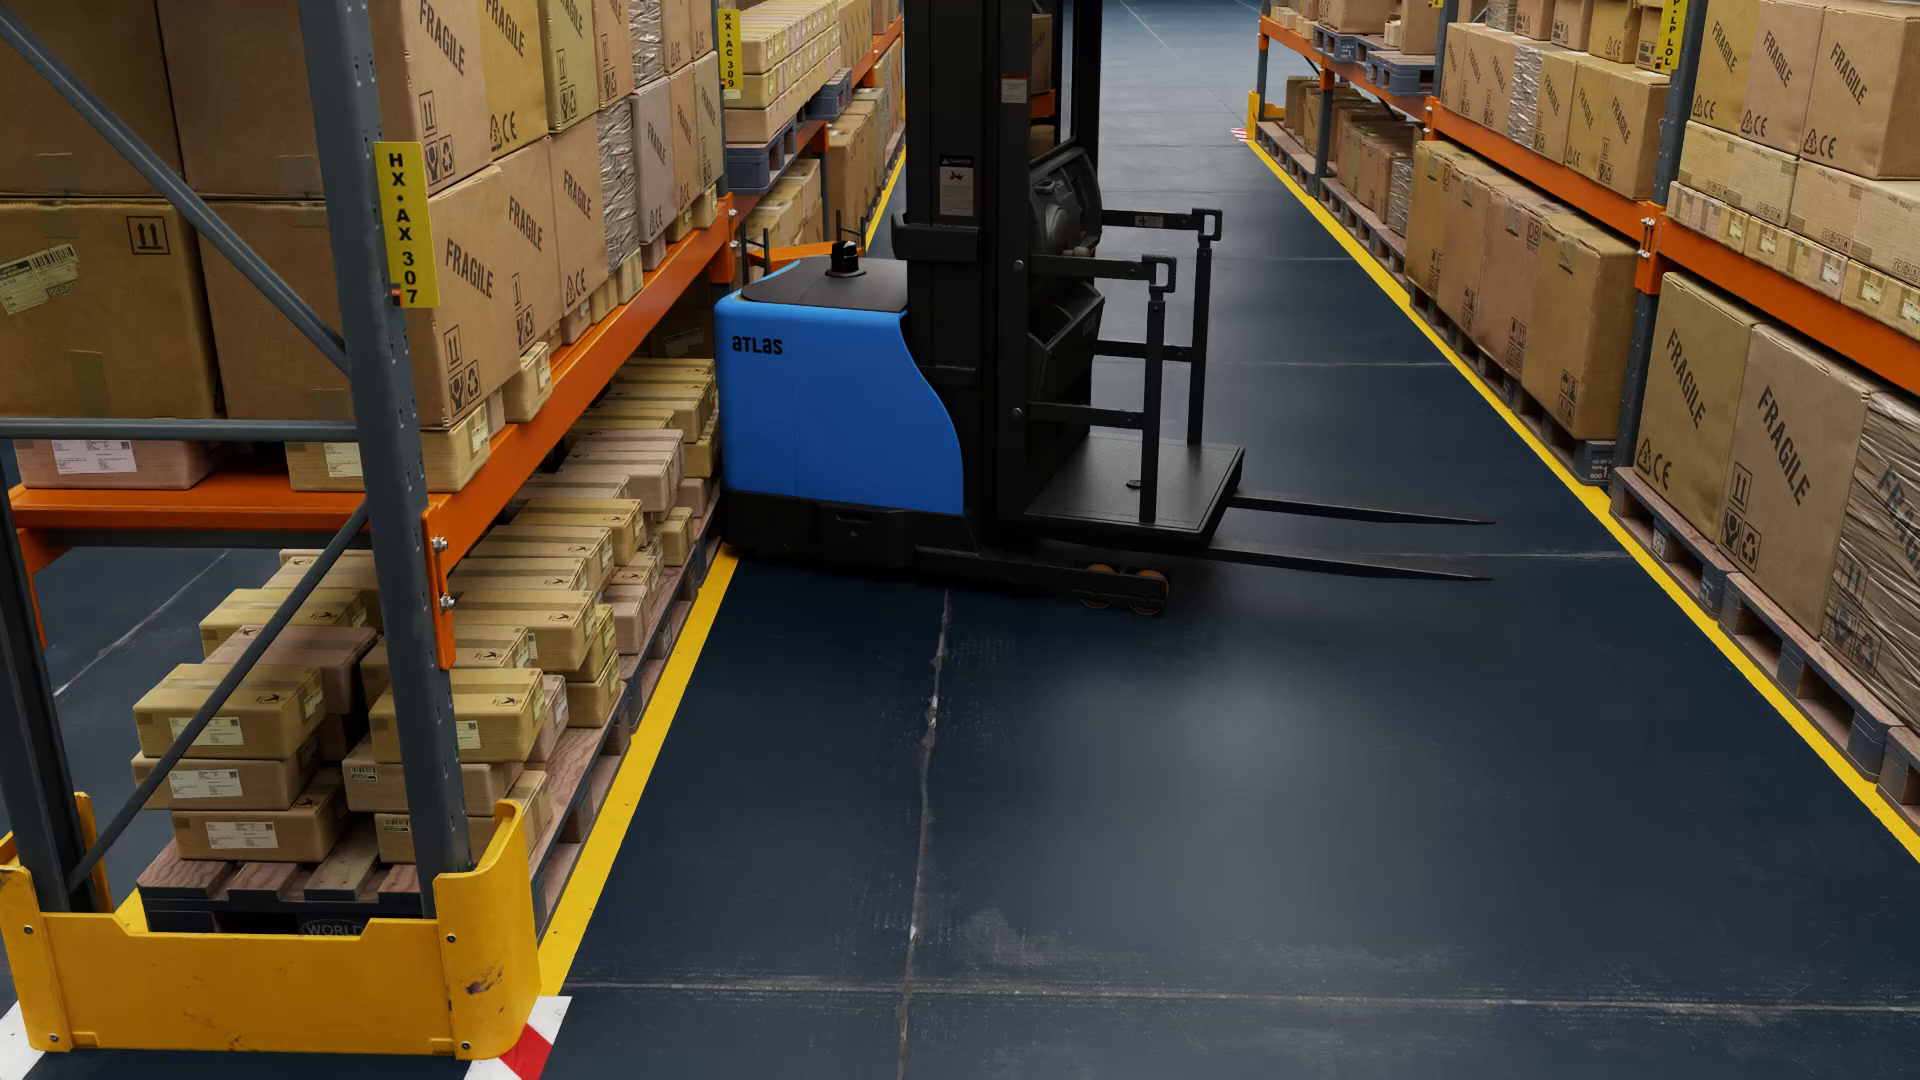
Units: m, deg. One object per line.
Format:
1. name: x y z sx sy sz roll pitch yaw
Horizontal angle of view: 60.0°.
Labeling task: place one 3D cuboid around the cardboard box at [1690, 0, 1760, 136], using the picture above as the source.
1. cardboard box: 3.170 -1.825 6.344 0.500 0.500 0.500 1 21 2

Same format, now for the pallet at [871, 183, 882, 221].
1. pallet: -1.220 -2.980 14.418 1.003 0.211 1.213 1 21 2

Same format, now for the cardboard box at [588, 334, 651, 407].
1. cardboard box: -1.744 -0.968 8.253 0.500 0.500 0.500 0 21 1

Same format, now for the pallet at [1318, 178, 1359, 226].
1. pallet: 3.661 -2.888 14.179 1.003 0.211 1.213 1 21 2

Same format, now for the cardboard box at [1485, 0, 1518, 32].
1. cardboard box: 3.523 -3.273 9.792 0.797 0.503 0.637 1 21 3

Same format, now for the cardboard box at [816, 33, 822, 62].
1. cardboard box: -0.983 -2.776 9.391 0.380 0.149 0.250 0 21 1

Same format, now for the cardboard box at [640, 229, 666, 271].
1. cardboard box: -1.267 -1.063 5.969 0.380 0.149 0.250 0 21 -1

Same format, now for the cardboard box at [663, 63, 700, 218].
1. cardboard box: -1.264 -1.487 6.166 0.500 0.500 0.500 0 21 0

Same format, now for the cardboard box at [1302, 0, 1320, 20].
1. cardboard box: 3.723 -5.179 15.680 0.875 0.500 0.500 1 21 2

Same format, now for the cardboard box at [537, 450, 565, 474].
1. cardboard box: -1.746 -0.267 6.520 0.380 0.149 0.250 0 21 -1

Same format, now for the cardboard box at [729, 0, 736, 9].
1. cardboard box: -1.601 -3.303 10.340 0.380 0.149 0.250 1 21 2

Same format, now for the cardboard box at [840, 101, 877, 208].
1. cardboard box: -1.234 -3.133 13.486 1.050 0.750 0.750 1 21 2

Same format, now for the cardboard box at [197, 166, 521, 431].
1. cardboard box: -1.347 -0.566 3.791 0.500 0.500 0.500 2 21 4

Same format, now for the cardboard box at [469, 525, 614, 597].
1. cardboard box: -1.314 0.067 5.247 0.380 0.149 0.250 1 21 4

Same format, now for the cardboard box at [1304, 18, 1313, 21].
1. cardboard box: 3.483 -4.884 15.818 0.380 0.149 0.250 1 21 2

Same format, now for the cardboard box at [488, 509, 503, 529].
1. cardboard box: -1.806 -0.125 5.742 0.380 0.149 0.250 1 21 2

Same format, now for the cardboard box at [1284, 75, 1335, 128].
1. cardboard box: 3.769 -4.720 17.922 0.500 0.500 0.500 5 22 12

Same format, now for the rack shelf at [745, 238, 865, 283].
1. rack shelf: -0.698 -1.236 7.470 0.480 0.148 0.258 -14 25 -31

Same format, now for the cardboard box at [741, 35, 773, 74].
1. cardboard box: -1.043 -2.161 7.396 0.380 0.149 0.250 2 21 4

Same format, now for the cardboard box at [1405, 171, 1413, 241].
1. cardboard box: 3.562 -2.305 11.670 0.700 0.500 0.500 0 21 -1

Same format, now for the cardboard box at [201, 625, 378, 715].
1. cardboard box: -1.809 0.350 4.518 0.380 0.149 0.250 1 21 3

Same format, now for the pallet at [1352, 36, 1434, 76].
1. pallet: 3.581 -3.650 12.553 1.003 0.211 1.213 1 21 2

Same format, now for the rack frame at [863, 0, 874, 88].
1. rack frame: -1.272 -4.560 14.635 1.000 3.000 0.127 1 21 2

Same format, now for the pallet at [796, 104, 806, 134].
1. pallet: -1.412 -2.308 9.097 1.003 0.211 1.213 1 21 2

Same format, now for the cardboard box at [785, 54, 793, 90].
1. cardboard box: -1.022 -2.303 8.174 0.380 0.149 0.250 0 21 -1

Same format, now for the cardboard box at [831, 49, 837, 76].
1. cardboard box: -0.958 -2.919 10.173 0.380 0.149 0.250 1 21 1

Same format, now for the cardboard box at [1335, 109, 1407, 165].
1. cardboard box: 3.735 -3.644 15.148 0.500 0.500 0.500 0 21 0

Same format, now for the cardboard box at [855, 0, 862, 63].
1. cardboard box: -1.051 -4.050 13.181 0.500 0.500 0.500 1 21 2

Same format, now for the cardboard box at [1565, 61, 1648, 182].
1. cardboard box: 3.203 -1.974 7.832 0.500 0.500 0.500 1 21 3

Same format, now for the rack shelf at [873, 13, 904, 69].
1. rack shelf: -1.211 -4.948 16.629 1.077 0.370 4.000 1 21 2

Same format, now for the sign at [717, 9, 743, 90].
1. sign: -0.972 -2.068 7.015 0.100 0.325 0.005 1 21 2

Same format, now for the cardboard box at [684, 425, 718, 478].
1. cardboard box: -1.193 -0.361 6.761 0.380 0.149 0.250 0 21 0

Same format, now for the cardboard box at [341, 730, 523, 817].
1. cardboard box: -1.364 0.587 4.320 0.380 0.149 0.250 2 21 4

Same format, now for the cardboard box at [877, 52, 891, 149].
1. cardboard box: -1.159 -4.318 16.368 0.875 0.875 0.875 1 21 2

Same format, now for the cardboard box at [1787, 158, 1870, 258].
1. cardboard box: 3.133 -1.111 5.542 0.500 0.250 0.500 1 21 3

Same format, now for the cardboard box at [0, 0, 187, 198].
1. cardboard box: -1.871 -1.041 3.634 0.500 0.500 0.500 0 21 1

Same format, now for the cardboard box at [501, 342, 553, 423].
1. cardboard box: -1.271 -0.407 4.278 0.380 0.149 0.250 0 21 0

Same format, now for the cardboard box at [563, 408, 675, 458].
1. cardboard box: -1.320 -0.404 6.462 0.380 0.149 0.250 1 21 3

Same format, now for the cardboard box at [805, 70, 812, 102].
1. cardboard box: -0.998 -2.447 8.955 0.380 0.149 0.250 0 21 -1

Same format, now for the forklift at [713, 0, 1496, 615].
1. forklift: 0.596 -1.298 6.322 3.031 2.935 1.130 7 22 16

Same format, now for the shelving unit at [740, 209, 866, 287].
1. shelving unit: -0.698 -0.870 7.613 0.503 1.200 0.258 -14 25 -31

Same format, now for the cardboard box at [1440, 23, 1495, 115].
1. cardboard box: 3.275 -2.897 10.210 0.500 0.500 0.500 1 21 3

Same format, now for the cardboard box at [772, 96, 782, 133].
1. cardboard box: -1.041 -1.984 7.762 0.380 0.149 0.250 1 21 2

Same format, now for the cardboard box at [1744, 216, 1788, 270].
1. cardboard box: 3.077 -1.071 5.989 0.380 0.149 0.250 0 21 0

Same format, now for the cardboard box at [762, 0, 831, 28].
1. cardboard box: -0.968 -3.102 9.822 0.380 0.149 0.250 1 21 3

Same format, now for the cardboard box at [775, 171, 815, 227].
1. cardboard box: -1.156 -2.061 10.033 0.500 0.250 0.500 1 21 2

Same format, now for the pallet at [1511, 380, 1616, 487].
1. pallet: 3.388 -0.556 8.171 1.003 0.211 1.213 1 21 2

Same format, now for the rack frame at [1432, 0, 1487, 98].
1. rack frame: 3.561 -3.023 10.673 1.000 3.000 0.127 1 21 2

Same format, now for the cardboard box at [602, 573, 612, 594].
1. cardboard box: -1.384 0.112 5.544 0.380 0.149 0.250 2 21 4

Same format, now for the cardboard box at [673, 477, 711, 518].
1. cardboard box: -1.221 -0.200 6.757 0.380 0.149 0.250 0 21 0

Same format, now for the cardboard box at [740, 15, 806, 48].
1. cardboard box: -1.005 -2.629 8.601 0.380 0.149 0.250 1 21 4

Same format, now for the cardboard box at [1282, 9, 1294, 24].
1. cardboard box: 3.507 -5.336 16.983 0.380 0.149 0.250 1 21 2

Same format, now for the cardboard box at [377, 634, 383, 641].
1. cardboard box: -1.892 0.391 4.823 0.380 0.149 0.250 0 21 -1

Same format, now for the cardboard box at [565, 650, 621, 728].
1. cardboard box: -1.256 0.449 5.085 0.380 0.149 0.250 1 21 2

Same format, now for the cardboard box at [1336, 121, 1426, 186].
1. cardboard box: 3.643 -3.287 14.201 0.700 0.500 0.500 -1 21 -3

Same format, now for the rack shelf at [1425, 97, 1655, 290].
1. rack shelf: 3.501 -1.964 8.939 1.077 0.370 4.000 1 21 2

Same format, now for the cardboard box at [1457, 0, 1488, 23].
1. cardboard box: 3.538 -3.461 11.083 0.500 0.500 0.500 -2 21 -5

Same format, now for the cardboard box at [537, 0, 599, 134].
1. cardboard box: -1.310 -1.403 4.565 0.500 0.500 0.500 0 21 0
